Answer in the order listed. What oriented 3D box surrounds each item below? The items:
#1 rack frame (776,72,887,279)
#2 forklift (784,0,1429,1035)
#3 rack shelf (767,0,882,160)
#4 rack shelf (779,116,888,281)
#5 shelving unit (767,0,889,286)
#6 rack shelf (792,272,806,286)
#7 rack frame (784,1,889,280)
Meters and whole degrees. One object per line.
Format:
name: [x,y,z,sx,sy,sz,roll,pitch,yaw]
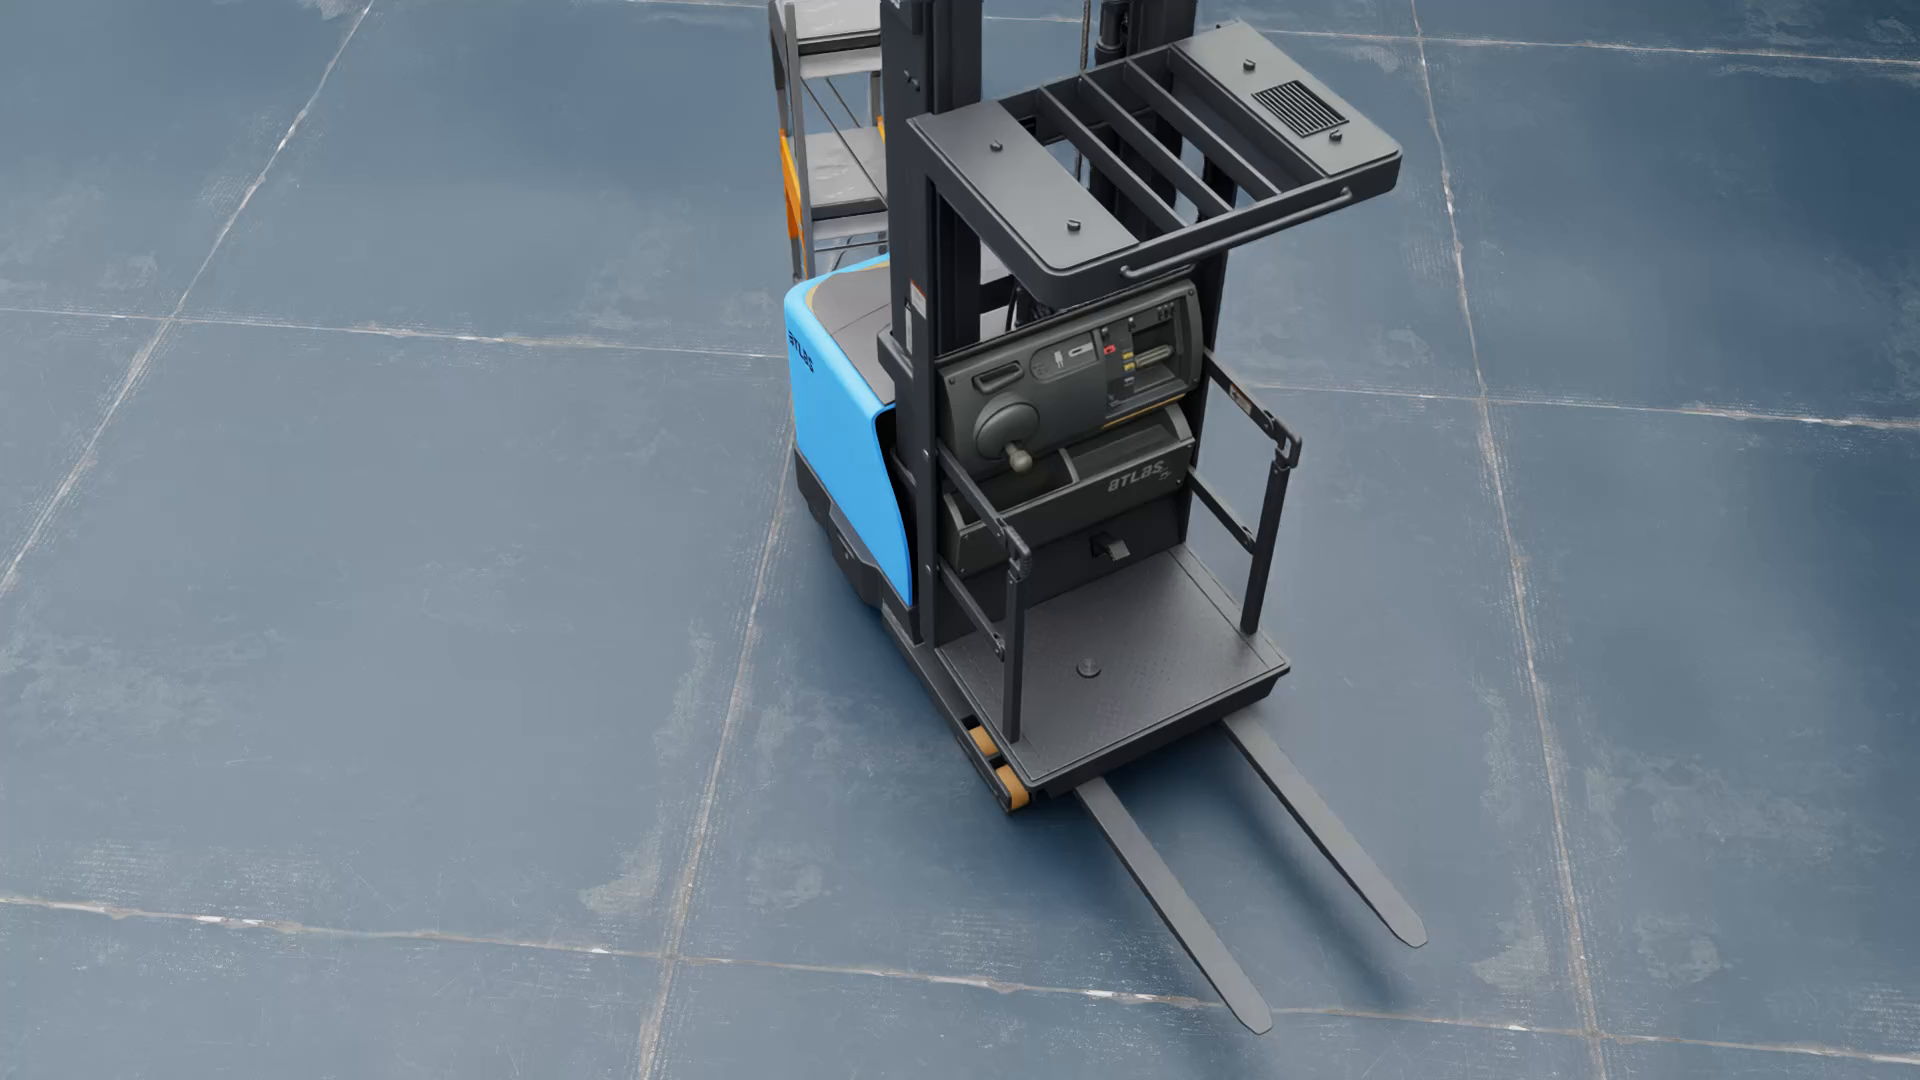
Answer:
rack frame: [-0.507,-1.474,6.701,0.400,2.100,0.015,-10,48,-9]
forklift: [0.477,-0.421,5.174,1.130,2.935,3.031,-22,51,-19]
rack shelf: [-0.451,-1.762,6.034,0.431,0.518,0.480,-10,48,-9]
rack shelf: [-0.451,-1.289,6.551,0.431,0.518,0.480,-10,48,-9]
shelving unit: [-0.451,-1.298,6.540,0.431,2.100,0.503,-10,48,-9]
rack shelf: [-0.451,-0.817,7.067,0.431,0.518,0.480,-10,48,-9]
rack frame: [-0.395,-1.123,6.380,0.400,2.100,0.015,-10,48,-9]
